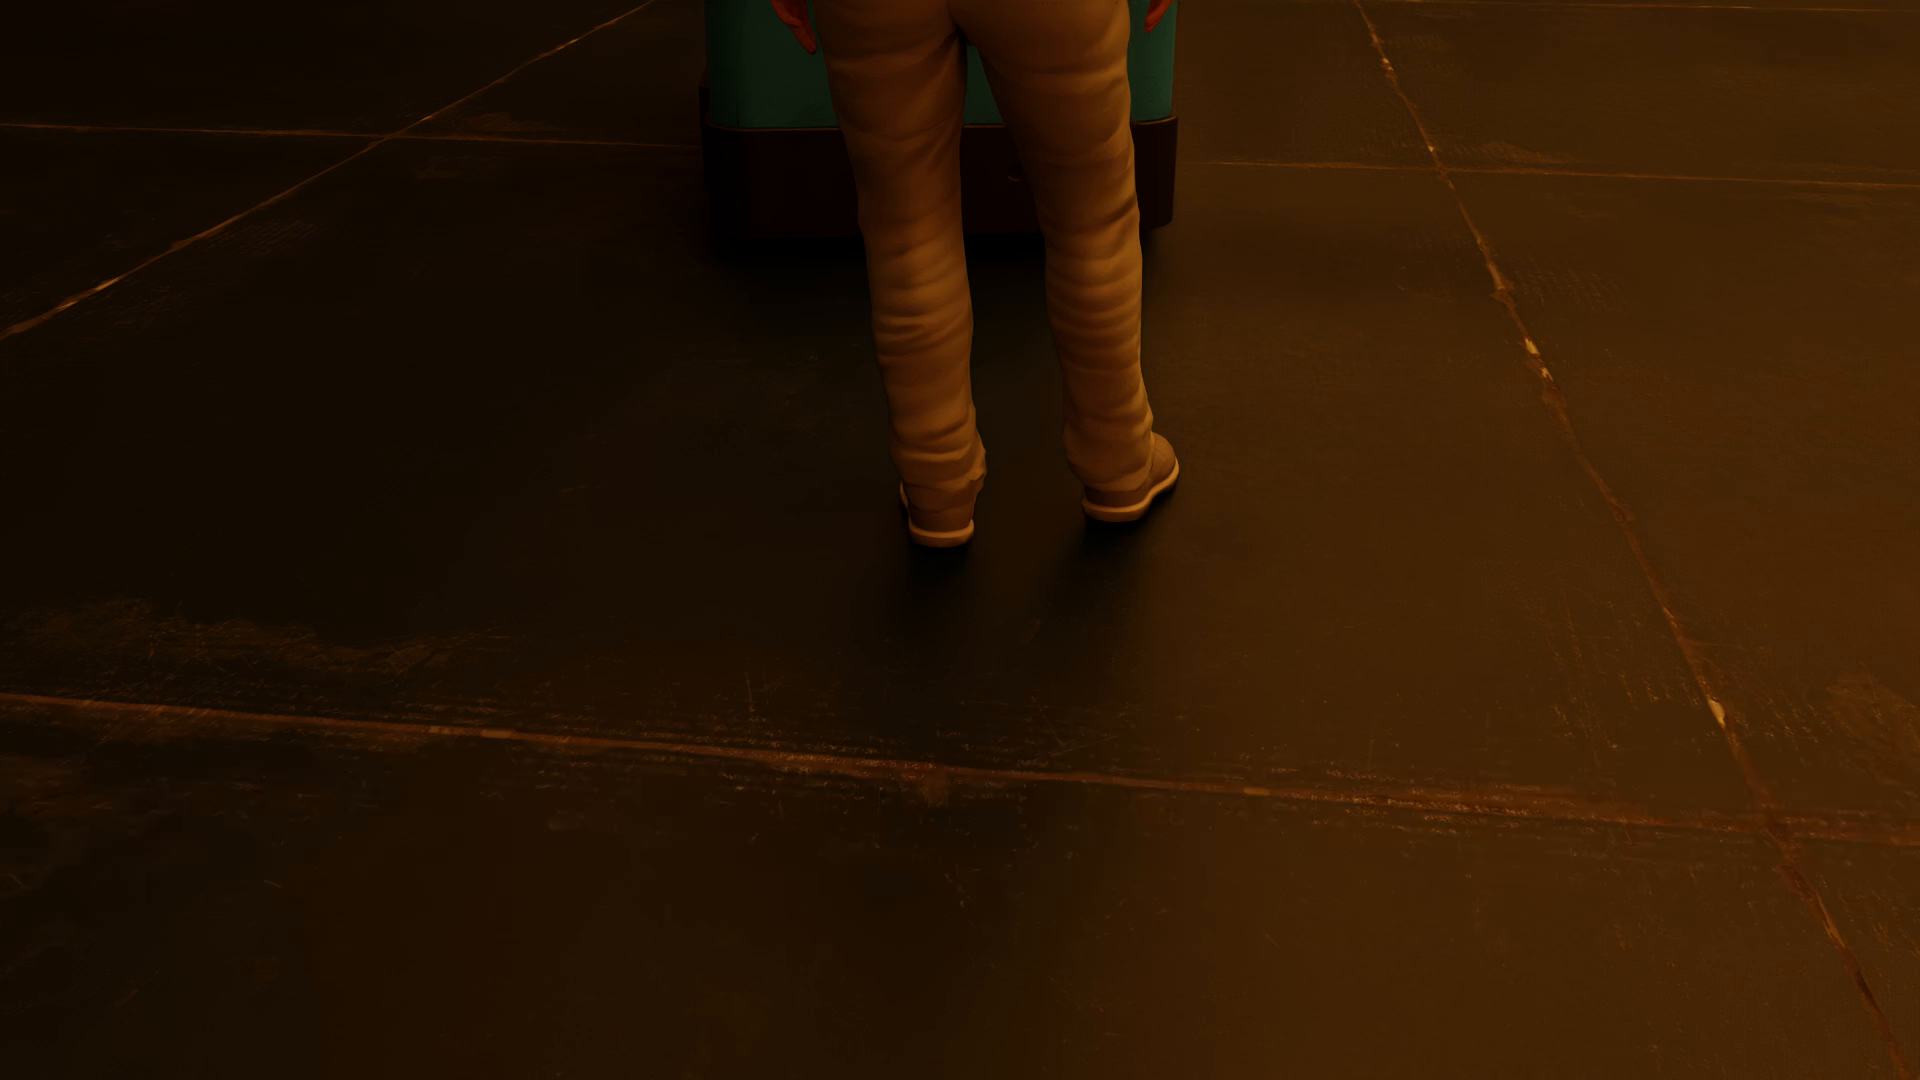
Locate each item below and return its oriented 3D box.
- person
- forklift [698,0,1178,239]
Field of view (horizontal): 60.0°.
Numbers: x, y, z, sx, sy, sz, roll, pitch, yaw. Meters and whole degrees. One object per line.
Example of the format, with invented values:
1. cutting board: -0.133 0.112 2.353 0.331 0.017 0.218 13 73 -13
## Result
1. person: 0.032 -0.785 2.191 0.599 1.670 0.527 3 27 7
2. forklift: -0.145 -2.599 4.427 1.130 2.935 3.031 -2 27 -4
